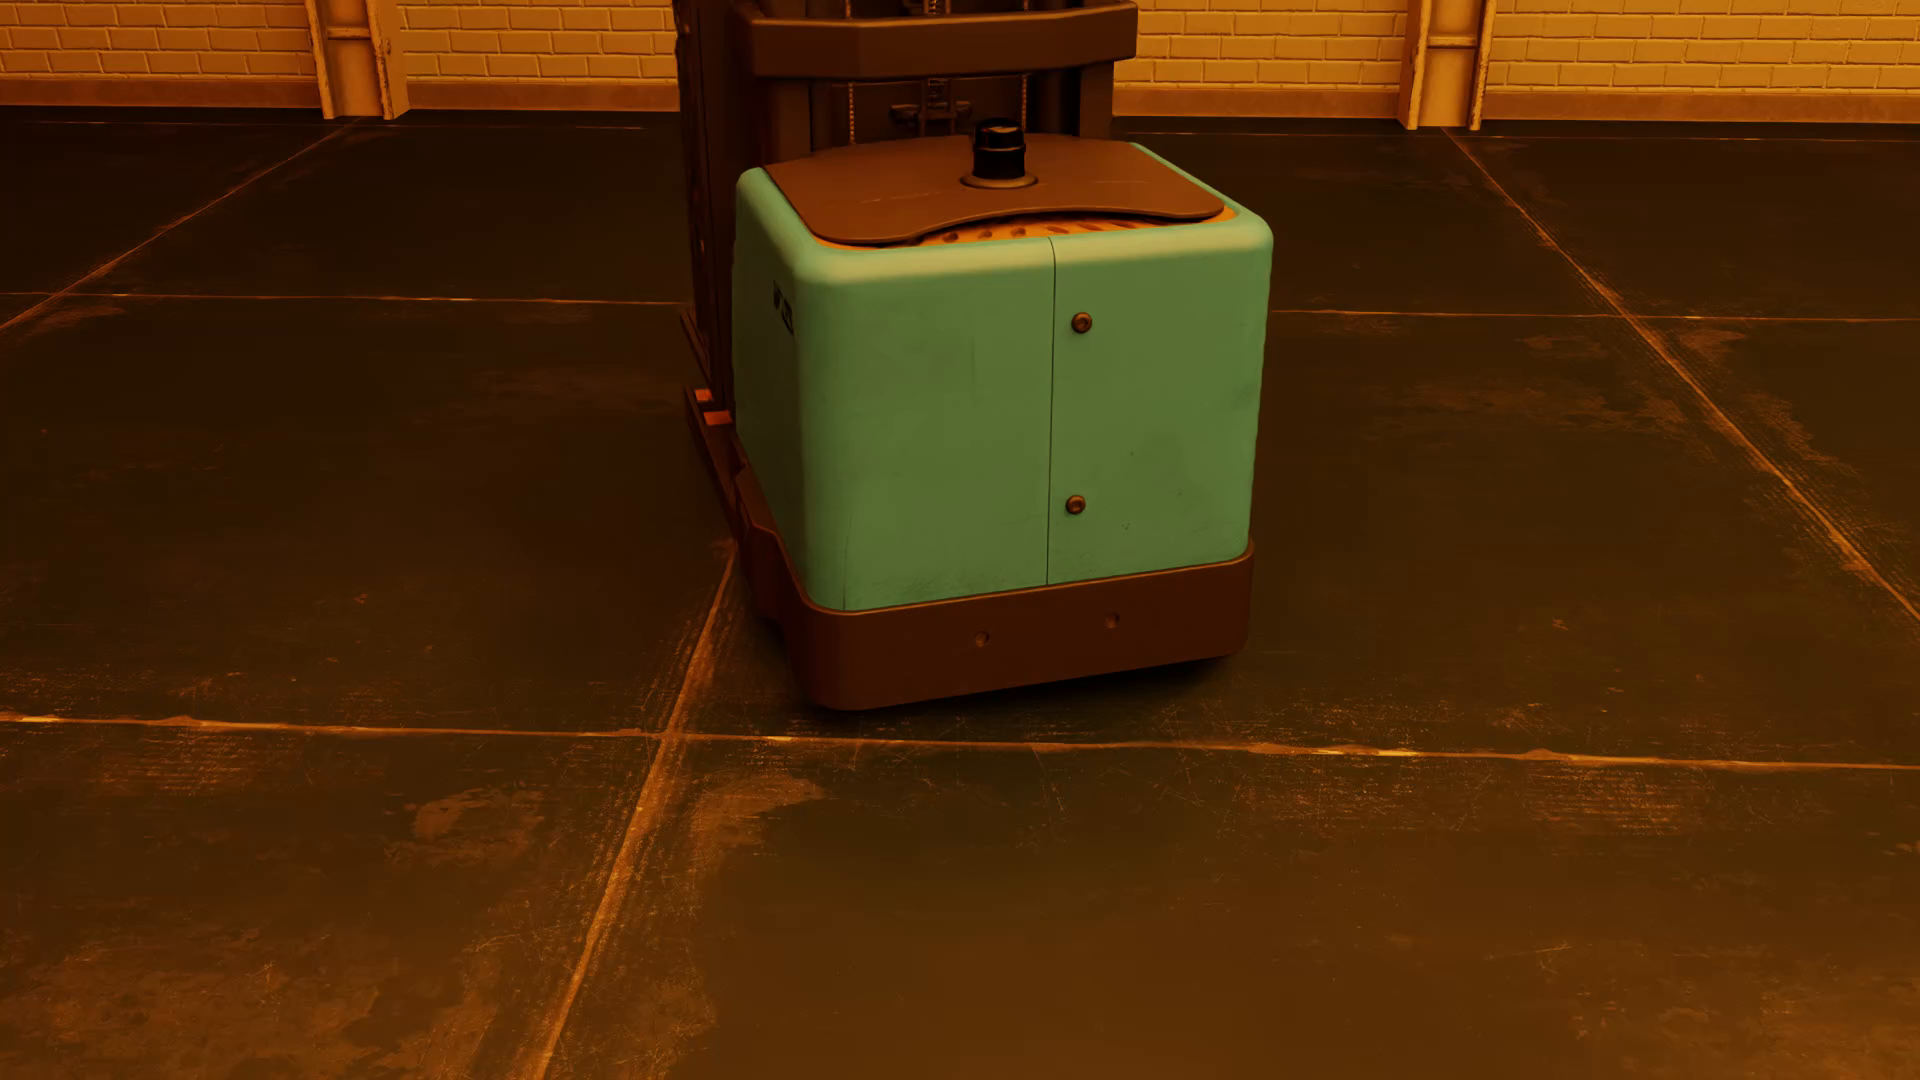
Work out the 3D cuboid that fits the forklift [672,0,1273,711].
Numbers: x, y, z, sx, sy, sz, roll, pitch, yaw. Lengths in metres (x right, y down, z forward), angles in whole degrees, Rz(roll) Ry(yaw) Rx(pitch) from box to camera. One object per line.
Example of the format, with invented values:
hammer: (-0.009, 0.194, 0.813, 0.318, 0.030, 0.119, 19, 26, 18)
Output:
forklift: (-0.223, -1.575, 4.401, 1.130, 2.935, 3.031, -7, 27, -14)
